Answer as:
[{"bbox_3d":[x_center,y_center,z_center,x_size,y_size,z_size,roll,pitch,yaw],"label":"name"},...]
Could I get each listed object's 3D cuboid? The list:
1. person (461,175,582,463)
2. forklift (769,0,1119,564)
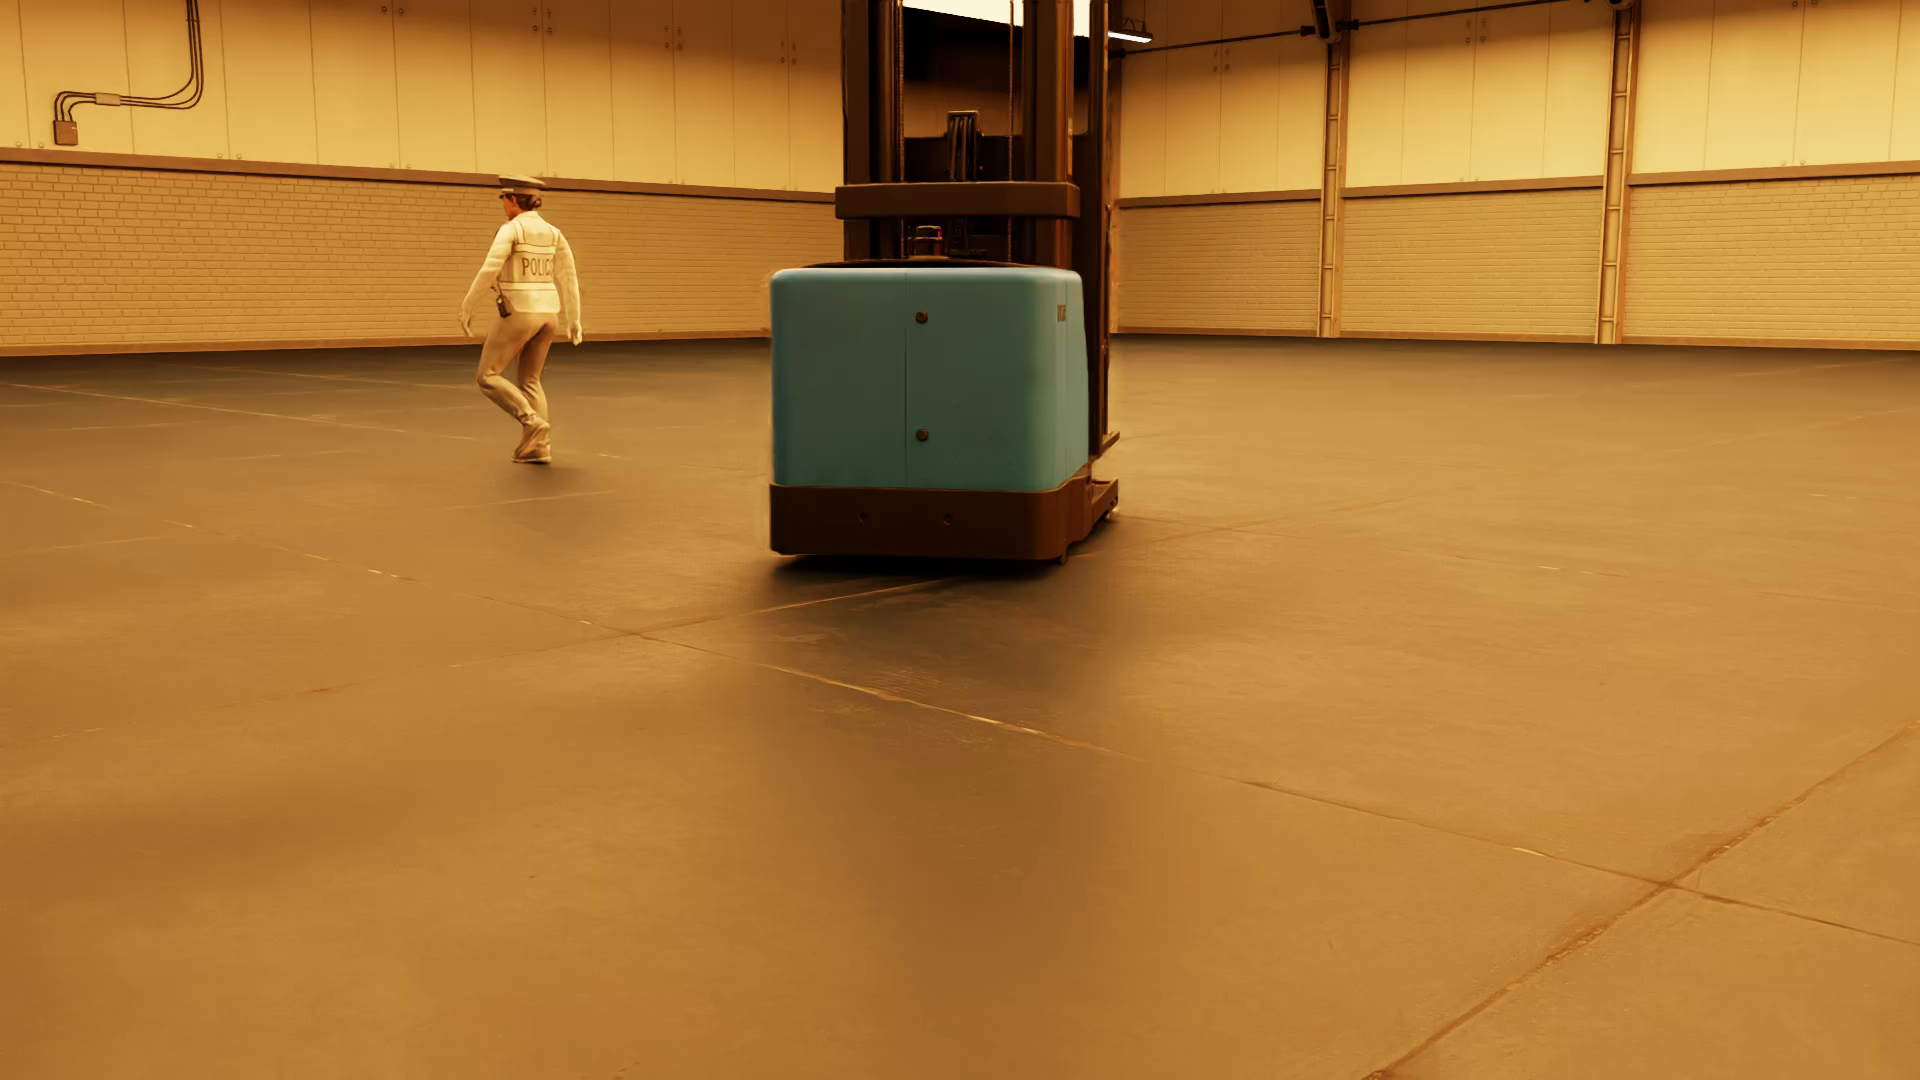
[{"bbox_3d":[-2.479,-1.253,9.527,0.459,1.650,0.673,5,10,29],"label":"person"},{"bbox_3d":[0.104,-1.540,7.103,1.130,2.935,3.031,2,9,11],"label":"forklift"}]
